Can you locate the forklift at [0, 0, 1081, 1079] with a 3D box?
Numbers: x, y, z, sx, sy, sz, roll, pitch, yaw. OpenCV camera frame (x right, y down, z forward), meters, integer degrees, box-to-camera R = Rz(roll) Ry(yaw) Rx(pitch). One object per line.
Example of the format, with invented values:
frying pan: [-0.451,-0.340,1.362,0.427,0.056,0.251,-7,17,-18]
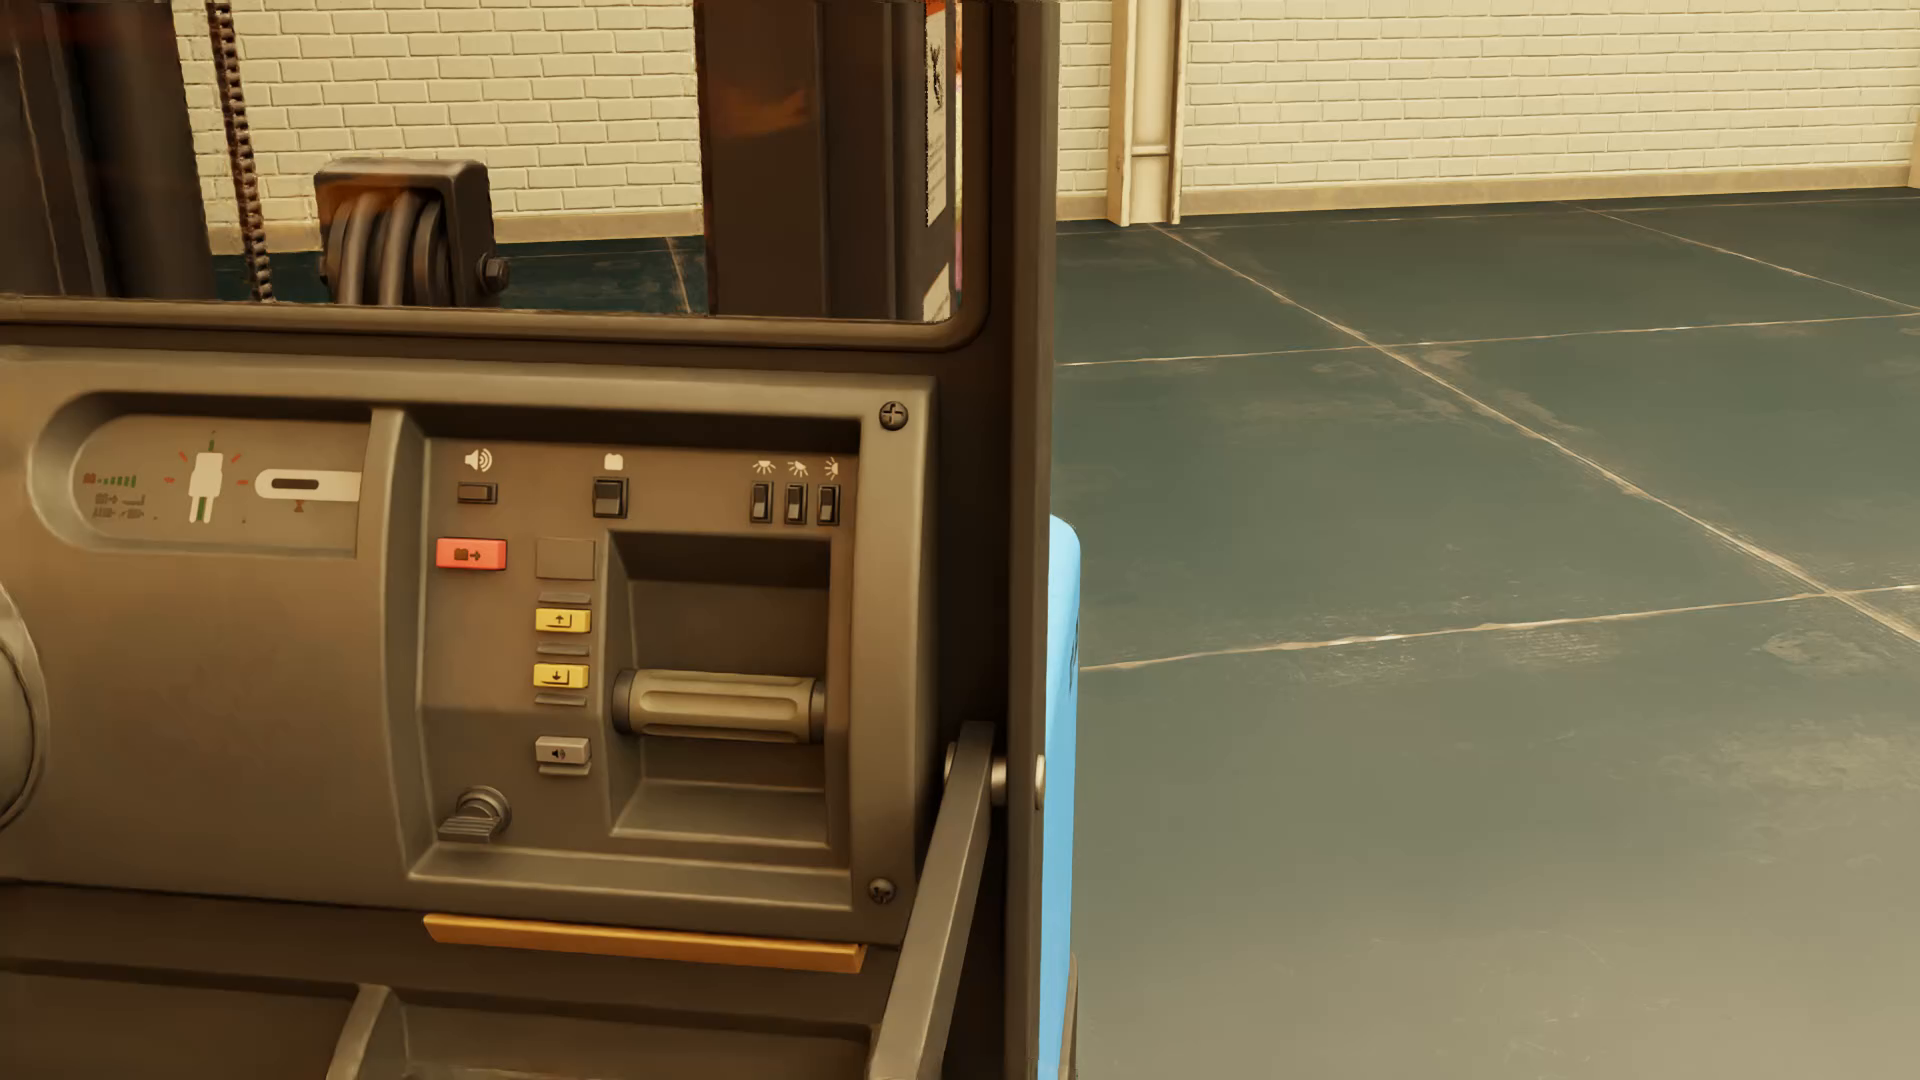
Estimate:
forklift: [-0.509,0.080,0.987,1.130,2.935,3.031,3,21,7]

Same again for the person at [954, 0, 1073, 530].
person: [0.075,-0.791,4.999,0.475,1.597,0.520,-5,21,-12]
